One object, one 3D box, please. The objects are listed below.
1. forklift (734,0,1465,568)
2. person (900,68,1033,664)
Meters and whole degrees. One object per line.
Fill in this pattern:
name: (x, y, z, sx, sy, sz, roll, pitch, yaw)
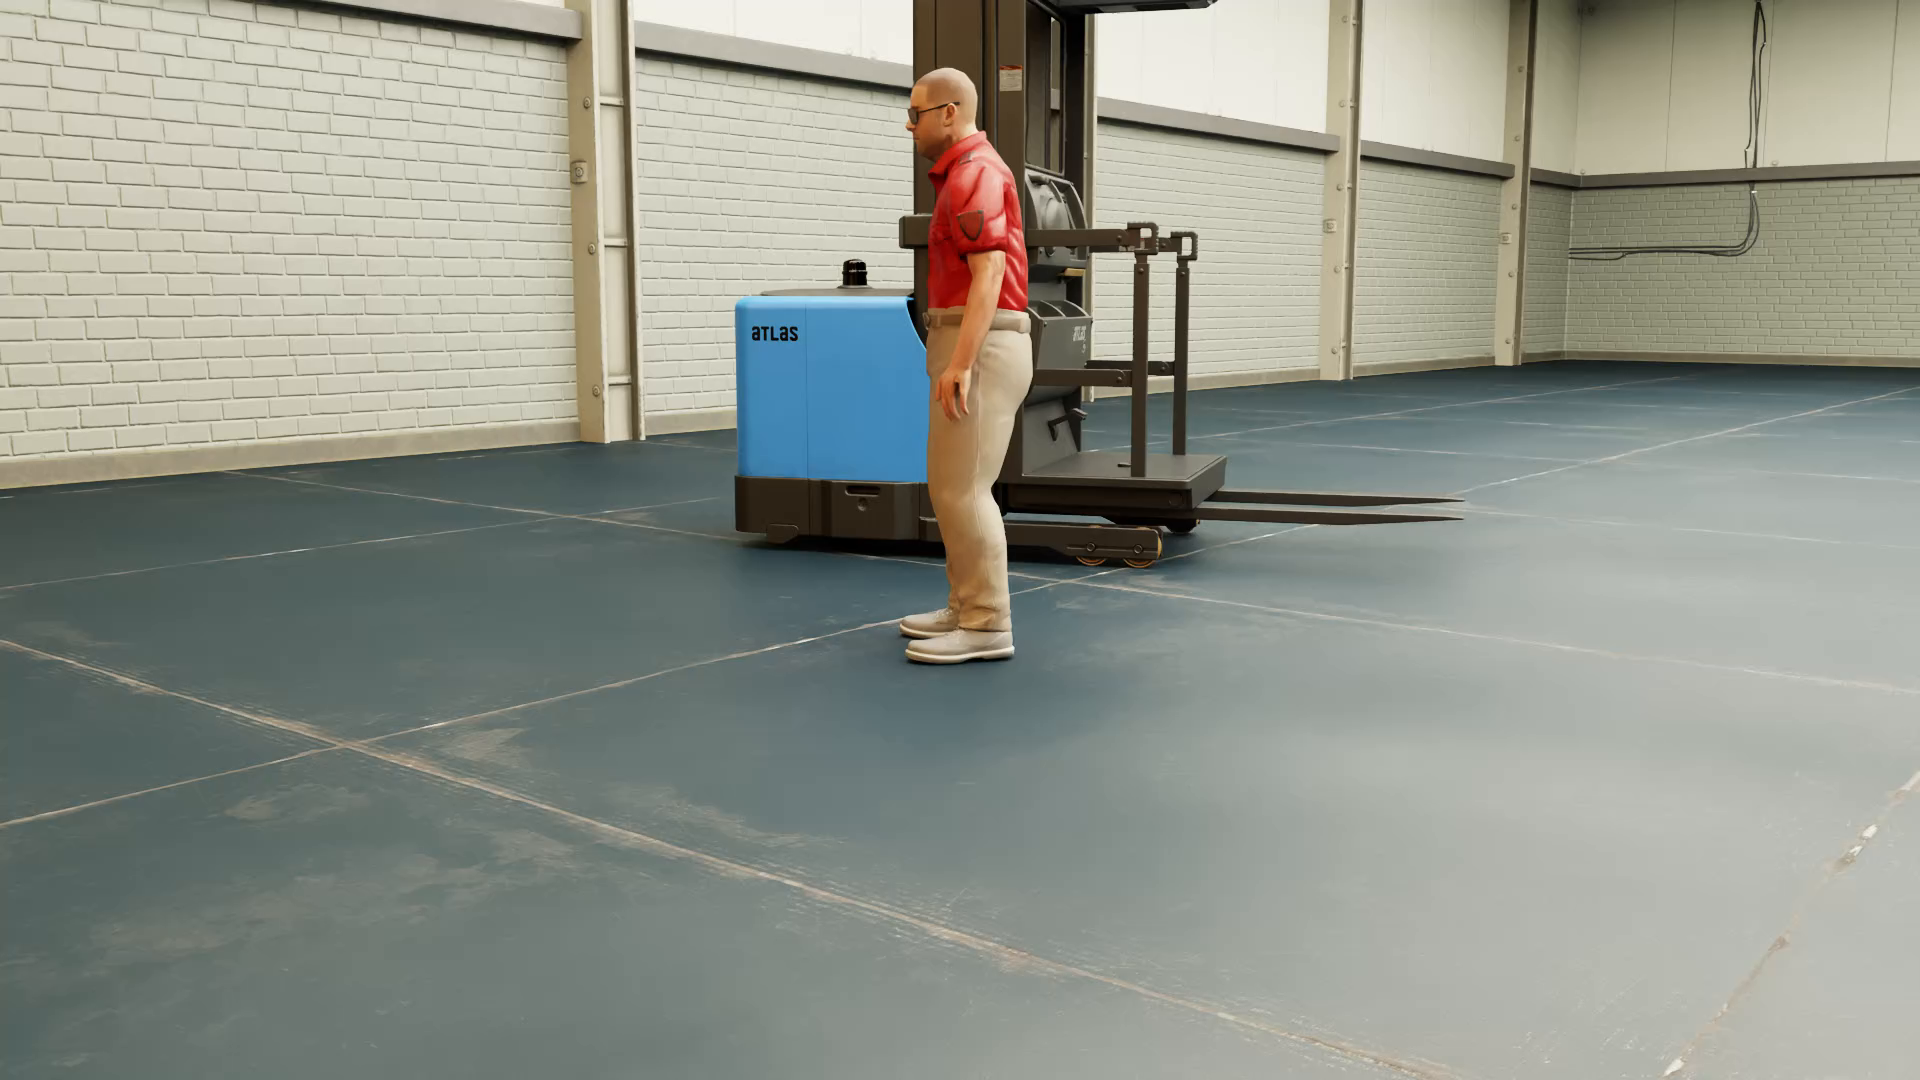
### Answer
forklift: (0.601, -1.424, 7.012, 3.031, 2.935, 1.130, 3, 9, 17)
person: (0.014, -0.517, 4.971, 0.397, 1.727, 0.585, 0, 8, -2)
